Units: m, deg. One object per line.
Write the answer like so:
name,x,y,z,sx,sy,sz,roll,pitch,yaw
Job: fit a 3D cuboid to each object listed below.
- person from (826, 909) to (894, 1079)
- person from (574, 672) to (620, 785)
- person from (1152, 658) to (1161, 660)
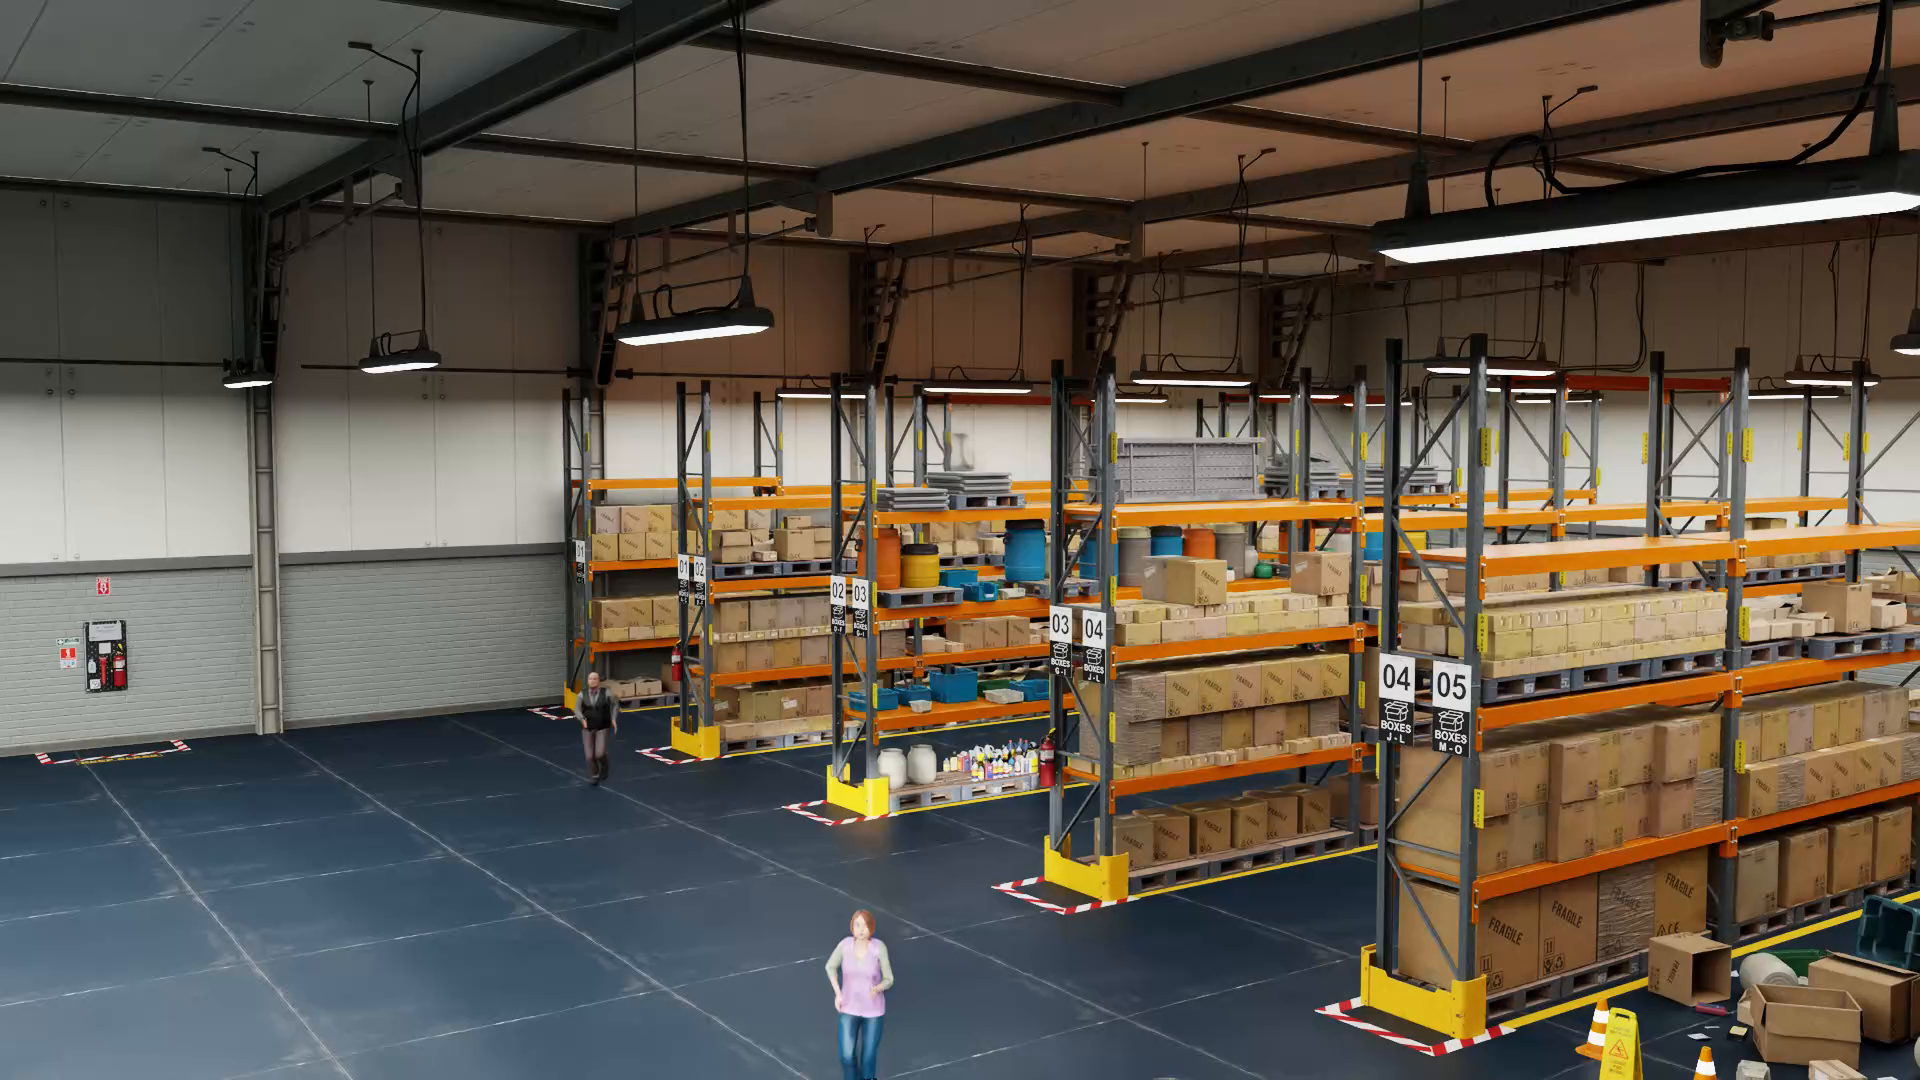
person,-0.757,3.564,12.491,0.522,1.569,0.592,0,4,-1
person,-5.317,2.765,24.273,0.642,1.675,0.652,0,4,-4
person,3.471,2.455,28.602,0.957,1.668,0.583,-4,5,-44
